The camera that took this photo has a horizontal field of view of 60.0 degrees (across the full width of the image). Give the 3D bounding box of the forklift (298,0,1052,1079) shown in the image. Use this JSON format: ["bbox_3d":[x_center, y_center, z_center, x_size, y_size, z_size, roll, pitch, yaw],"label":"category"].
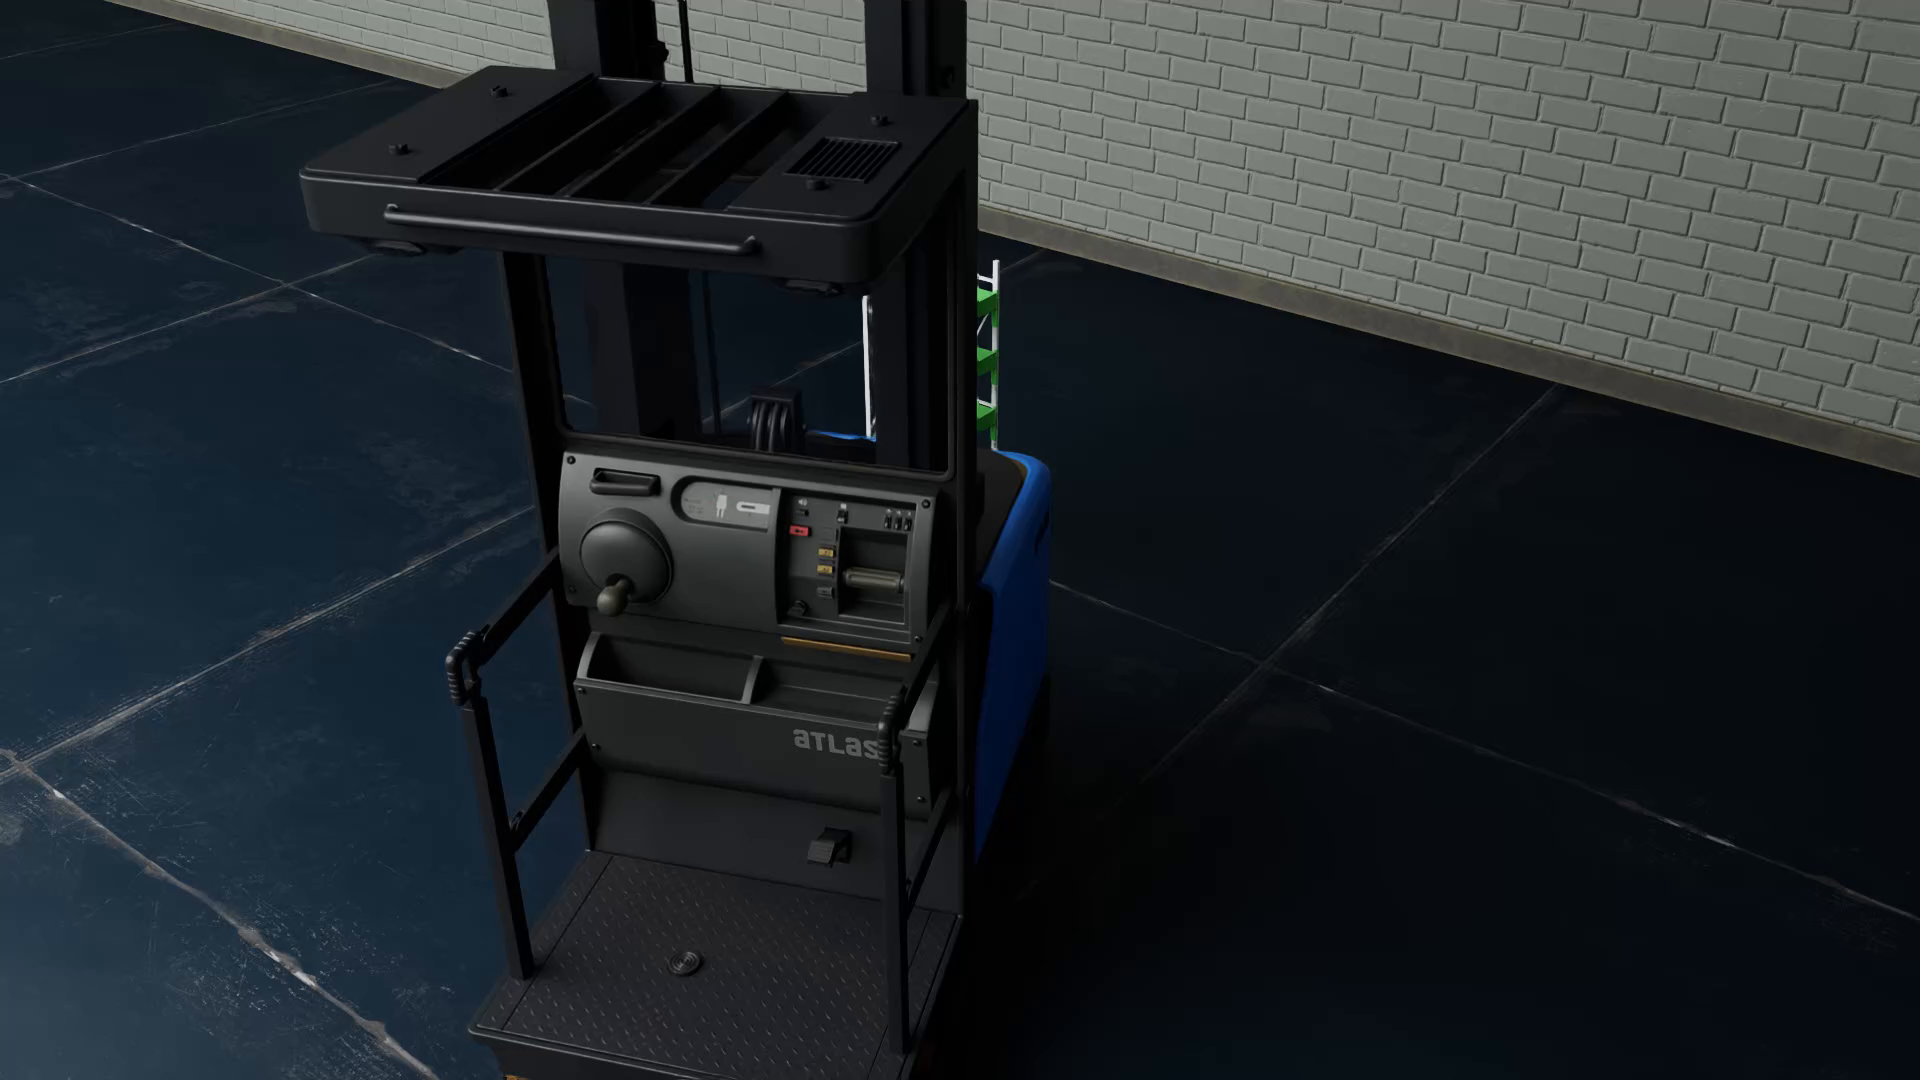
[{"bbox_3d":[-0.562,0.071,3.755,1.130,2.935,3.031,7,31,12],"label":"forklift"}]

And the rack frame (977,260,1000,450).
[{"bbox_3d":[0.047,-0.548,6.498,0.240,1.200,0.015,21,37,31],"label":"rack frame"}]

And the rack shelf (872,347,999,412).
[{"bbox_3d":[-0.100,-0.600,6.241,0.258,0.148,0.480,21,37,31],"label":"rack shelf"}]

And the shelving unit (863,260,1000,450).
[{"bbox_3d":[-0.100,-0.449,6.331,0.258,1.200,0.503,21,37,31],"label":"shelving unit"}]

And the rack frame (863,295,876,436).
[{"bbox_3d":[-0.247,-0.350,6.163,0.240,1.200,0.015,21,37,31],"label":"rack frame"}]

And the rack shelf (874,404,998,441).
[{"bbox_3d":[-0.100,-0.394,6.363,0.258,0.148,0.480,21,37,31],"label":"rack shelf"}]

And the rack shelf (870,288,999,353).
[{"bbox_3d":[-0.100,-0.807,6.118,0.258,0.148,0.480,21,37,31],"label":"rack shelf"}]
